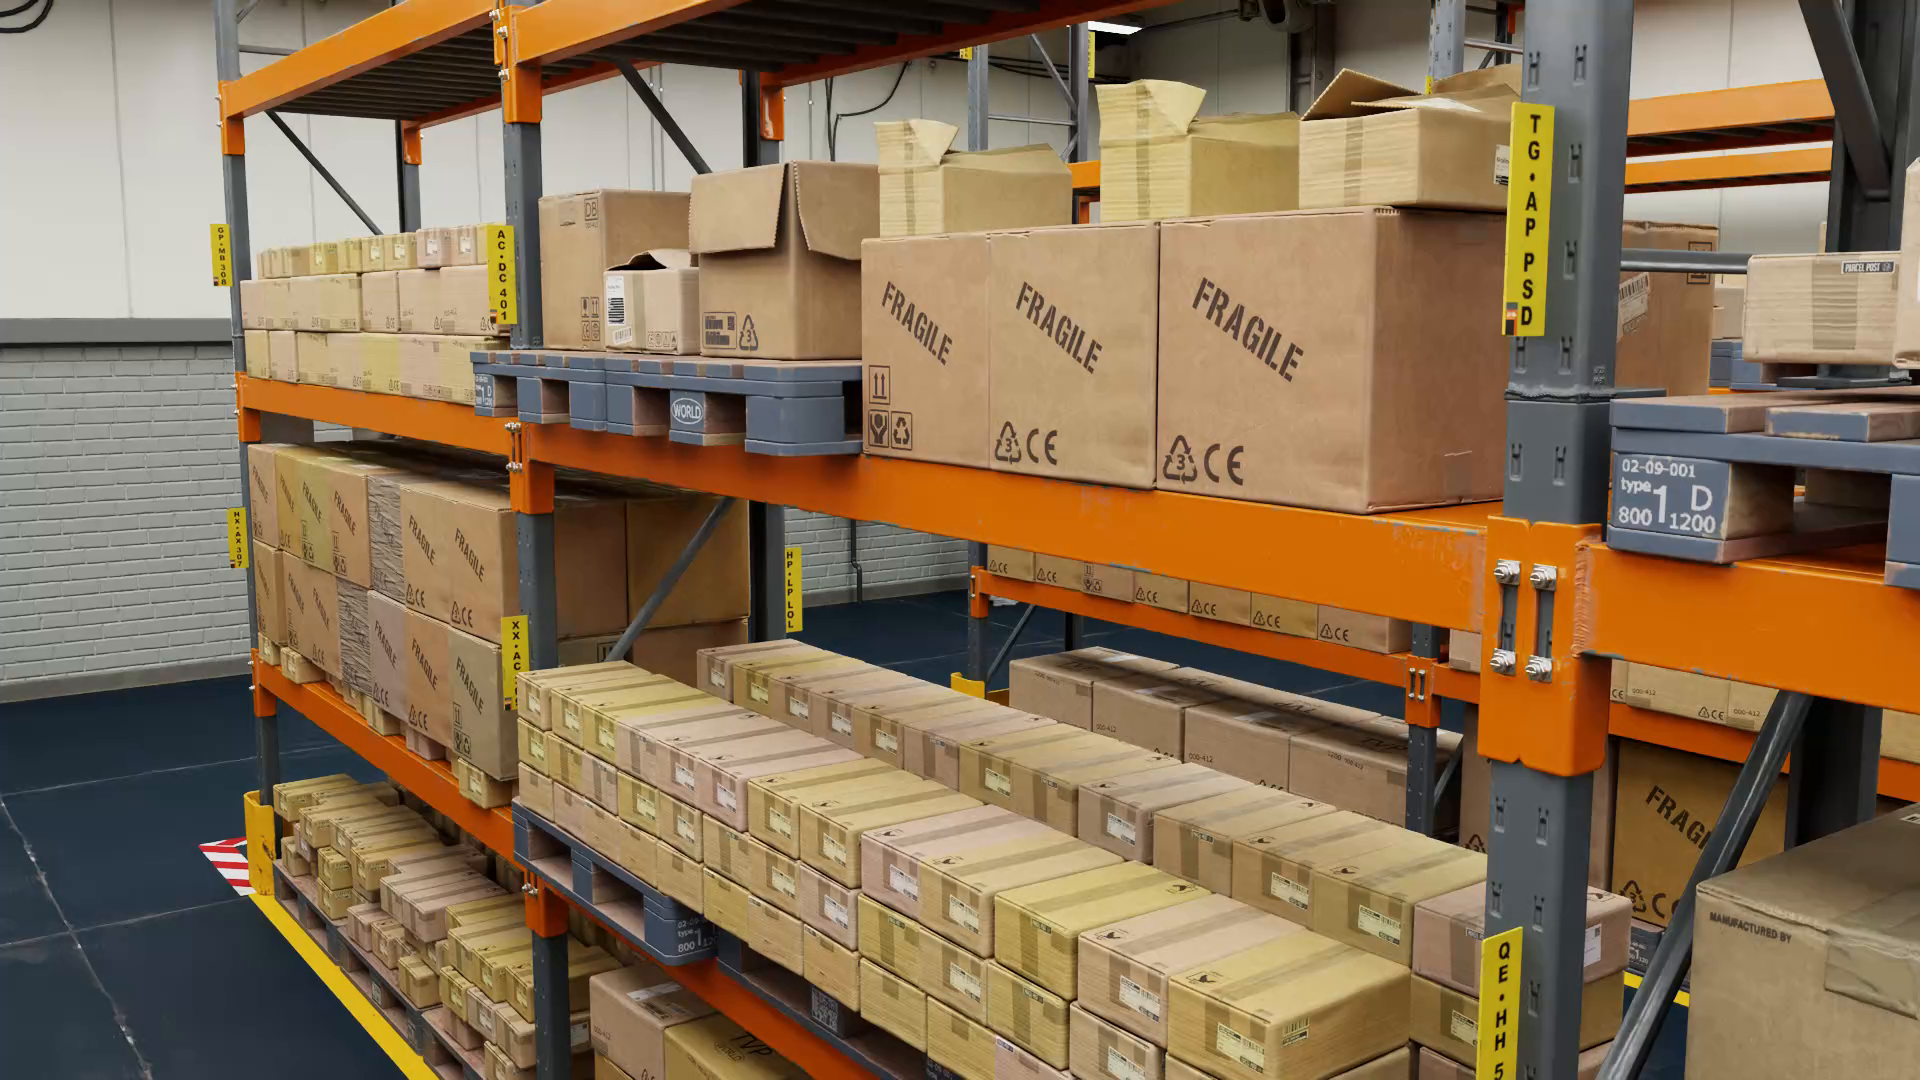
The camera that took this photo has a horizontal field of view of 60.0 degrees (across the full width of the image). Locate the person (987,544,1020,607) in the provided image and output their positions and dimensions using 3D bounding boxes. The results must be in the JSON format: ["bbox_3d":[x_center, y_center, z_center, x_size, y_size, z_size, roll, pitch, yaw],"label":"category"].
[{"bbox_3d":[0.348,-0.180,18.046,0.430,1.764,0.592,-6,10,-37],"label":"person"}]
